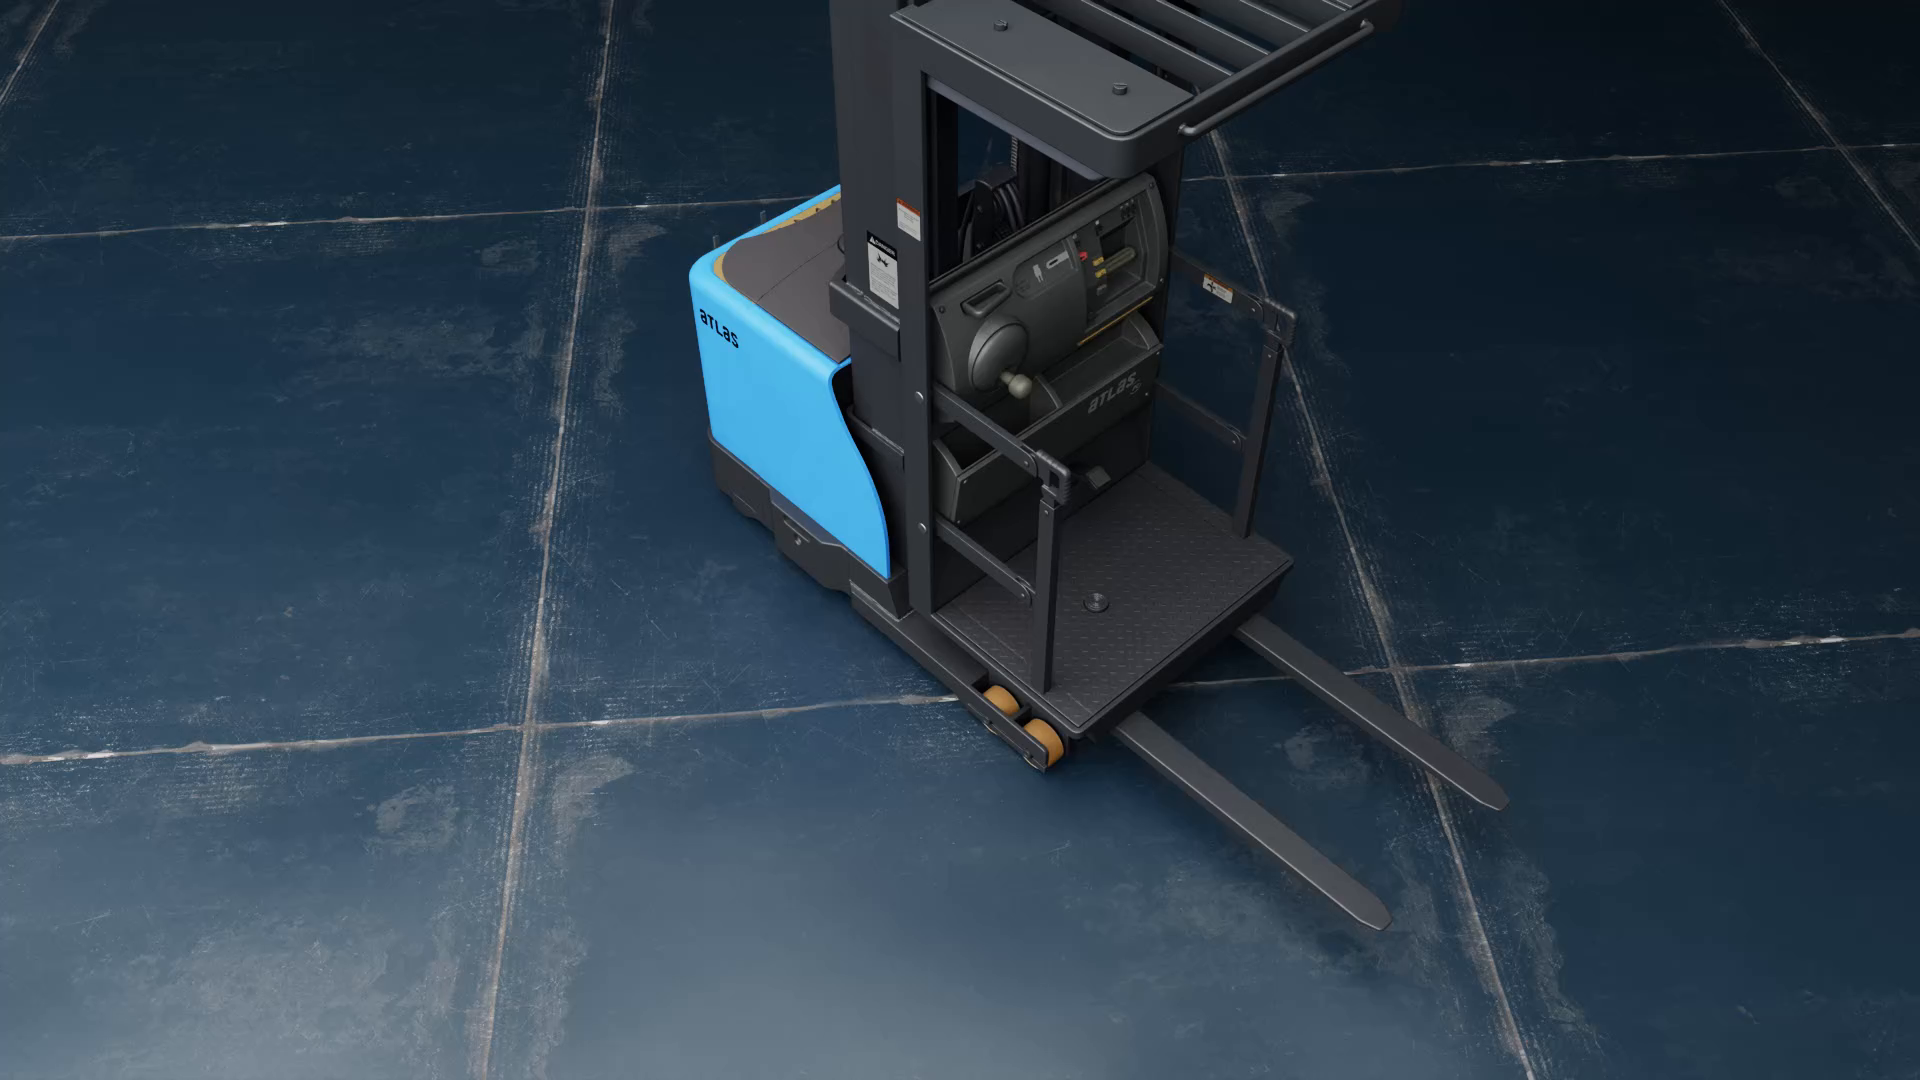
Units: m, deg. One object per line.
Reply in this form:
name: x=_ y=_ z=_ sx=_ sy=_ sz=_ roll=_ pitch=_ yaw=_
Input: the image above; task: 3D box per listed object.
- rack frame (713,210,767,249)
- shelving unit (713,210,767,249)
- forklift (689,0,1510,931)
rack frame: x=-0.810 y=-0.852 z=6.437 sx=0.240 sy=0.900 sz=0.006 roll=-34 pitch=55 yaw=-28
shelving unit: x=-0.741 y=-0.798 z=6.386 sx=0.258 sy=0.900 sz=0.210 roll=-34 pitch=55 yaw=-28
forklift: x=0.433 y=-0.675 z=4.871 sx=1.130 sy=2.935 sz=3.031 roll=-35 pitch=55 yaw=-28
